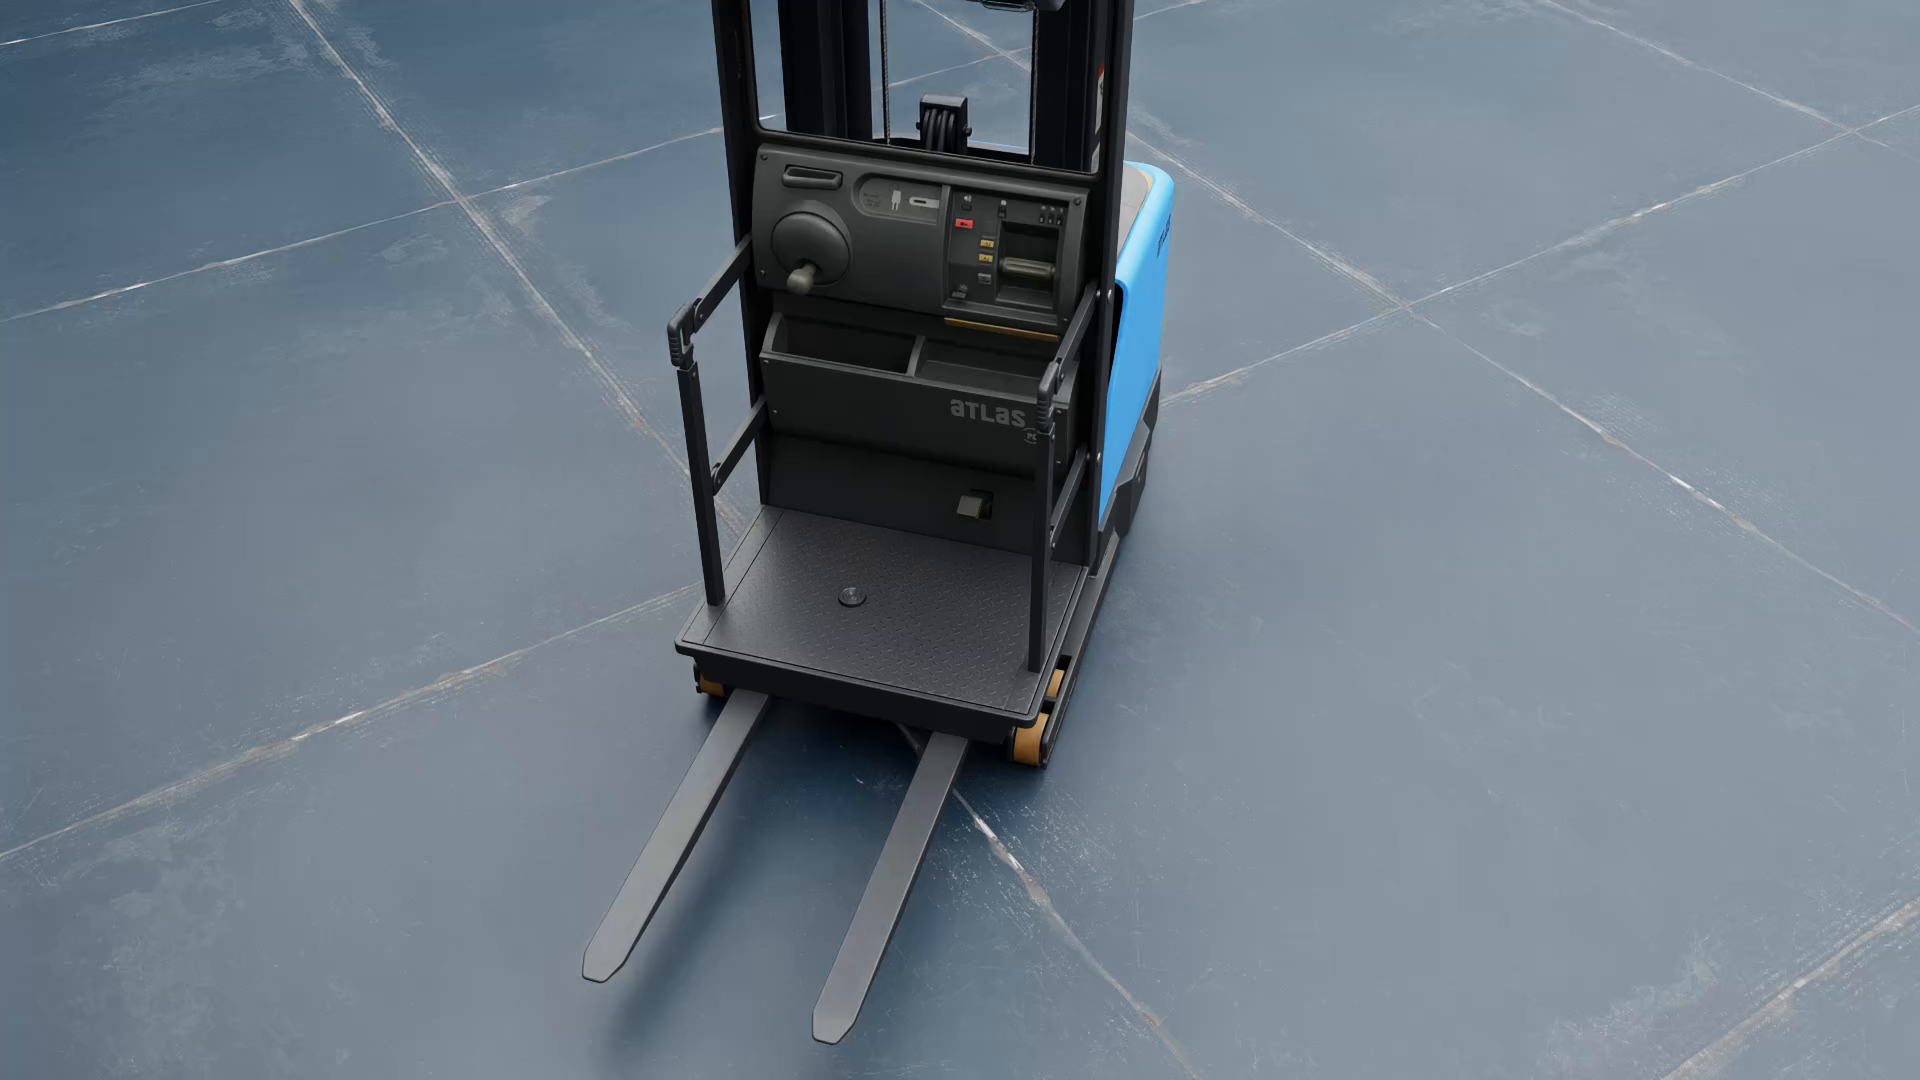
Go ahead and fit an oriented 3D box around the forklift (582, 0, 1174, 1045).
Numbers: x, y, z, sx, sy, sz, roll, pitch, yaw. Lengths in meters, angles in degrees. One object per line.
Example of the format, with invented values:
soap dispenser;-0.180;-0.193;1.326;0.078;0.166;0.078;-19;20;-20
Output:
forklift;-0.180;-0.742;4.351;1.130;2.935;3.031;11;41;13
